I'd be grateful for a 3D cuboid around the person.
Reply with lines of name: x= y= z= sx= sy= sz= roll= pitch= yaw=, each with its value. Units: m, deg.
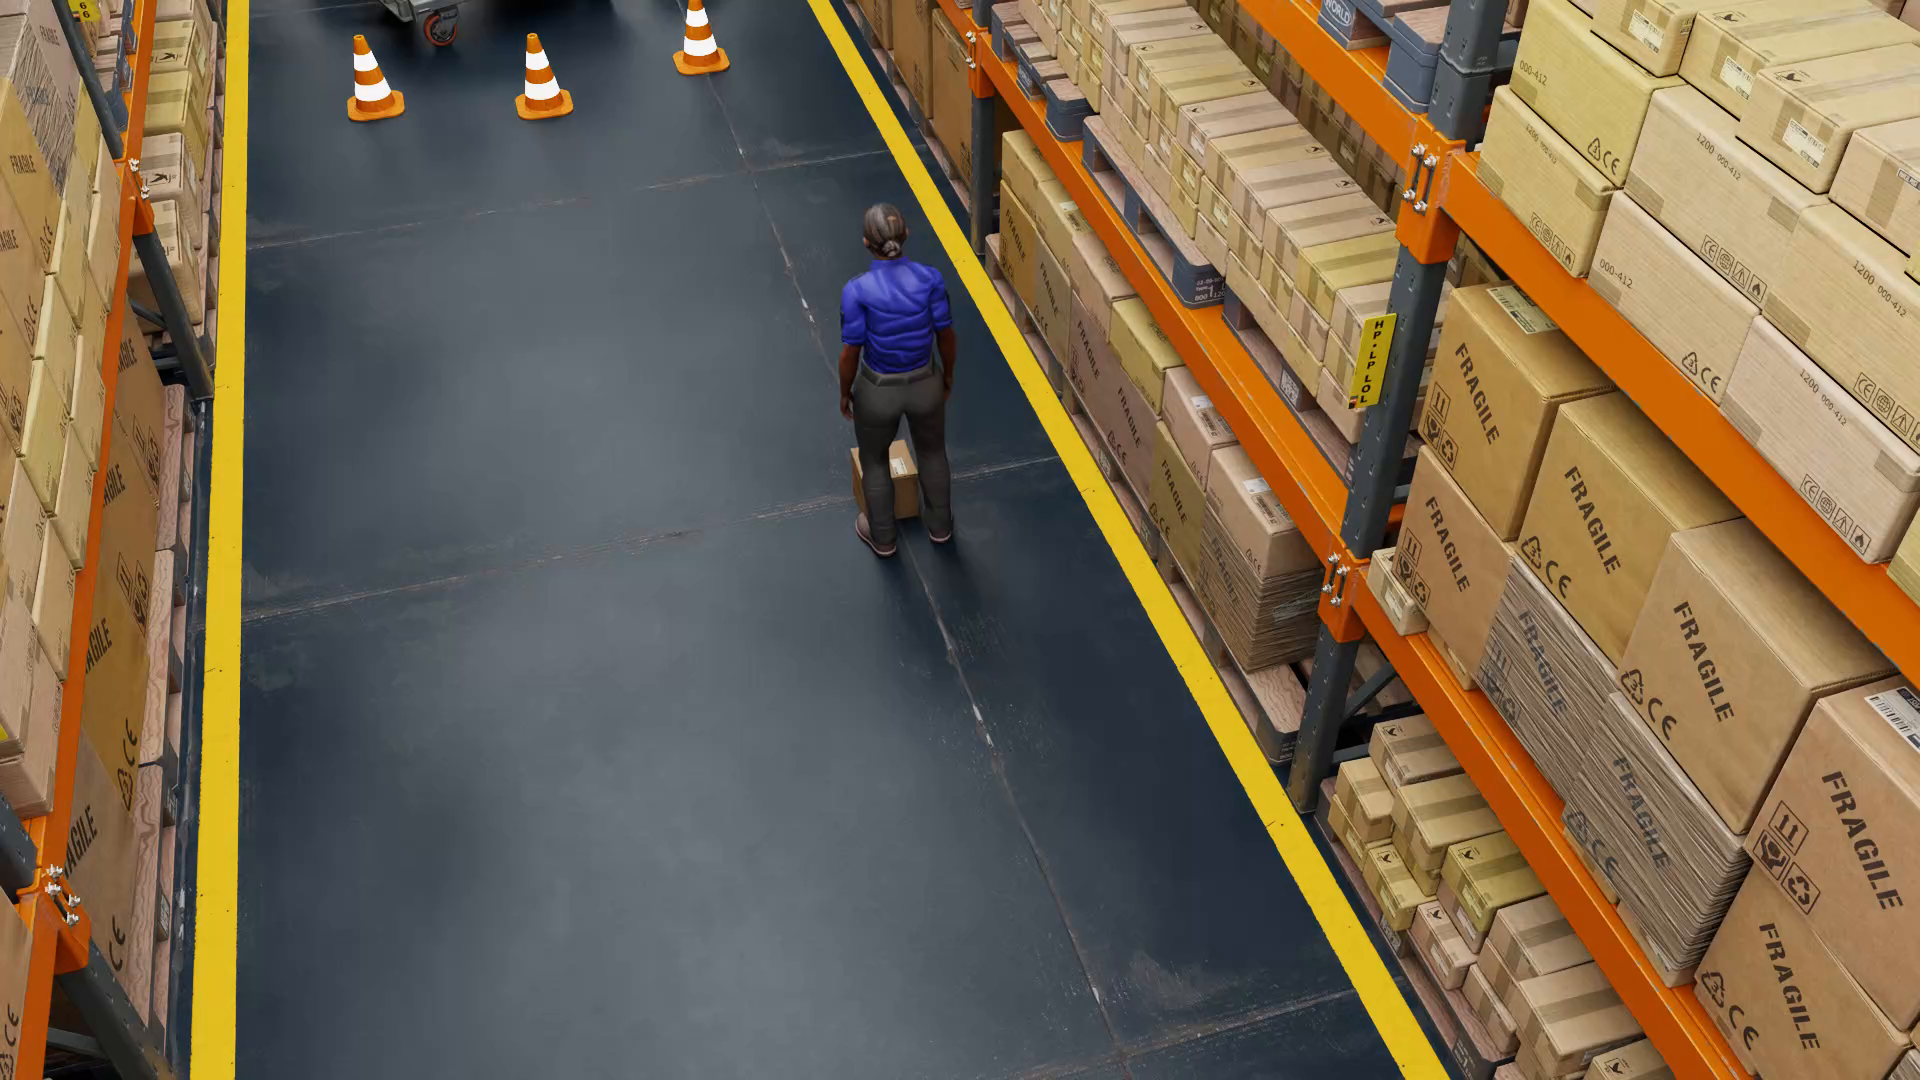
person: x=-0.253 y=-0.631 z=6.853 sx=0.504 sy=1.655 sz=0.349 roll=-12 pitch=44 yaw=-13
